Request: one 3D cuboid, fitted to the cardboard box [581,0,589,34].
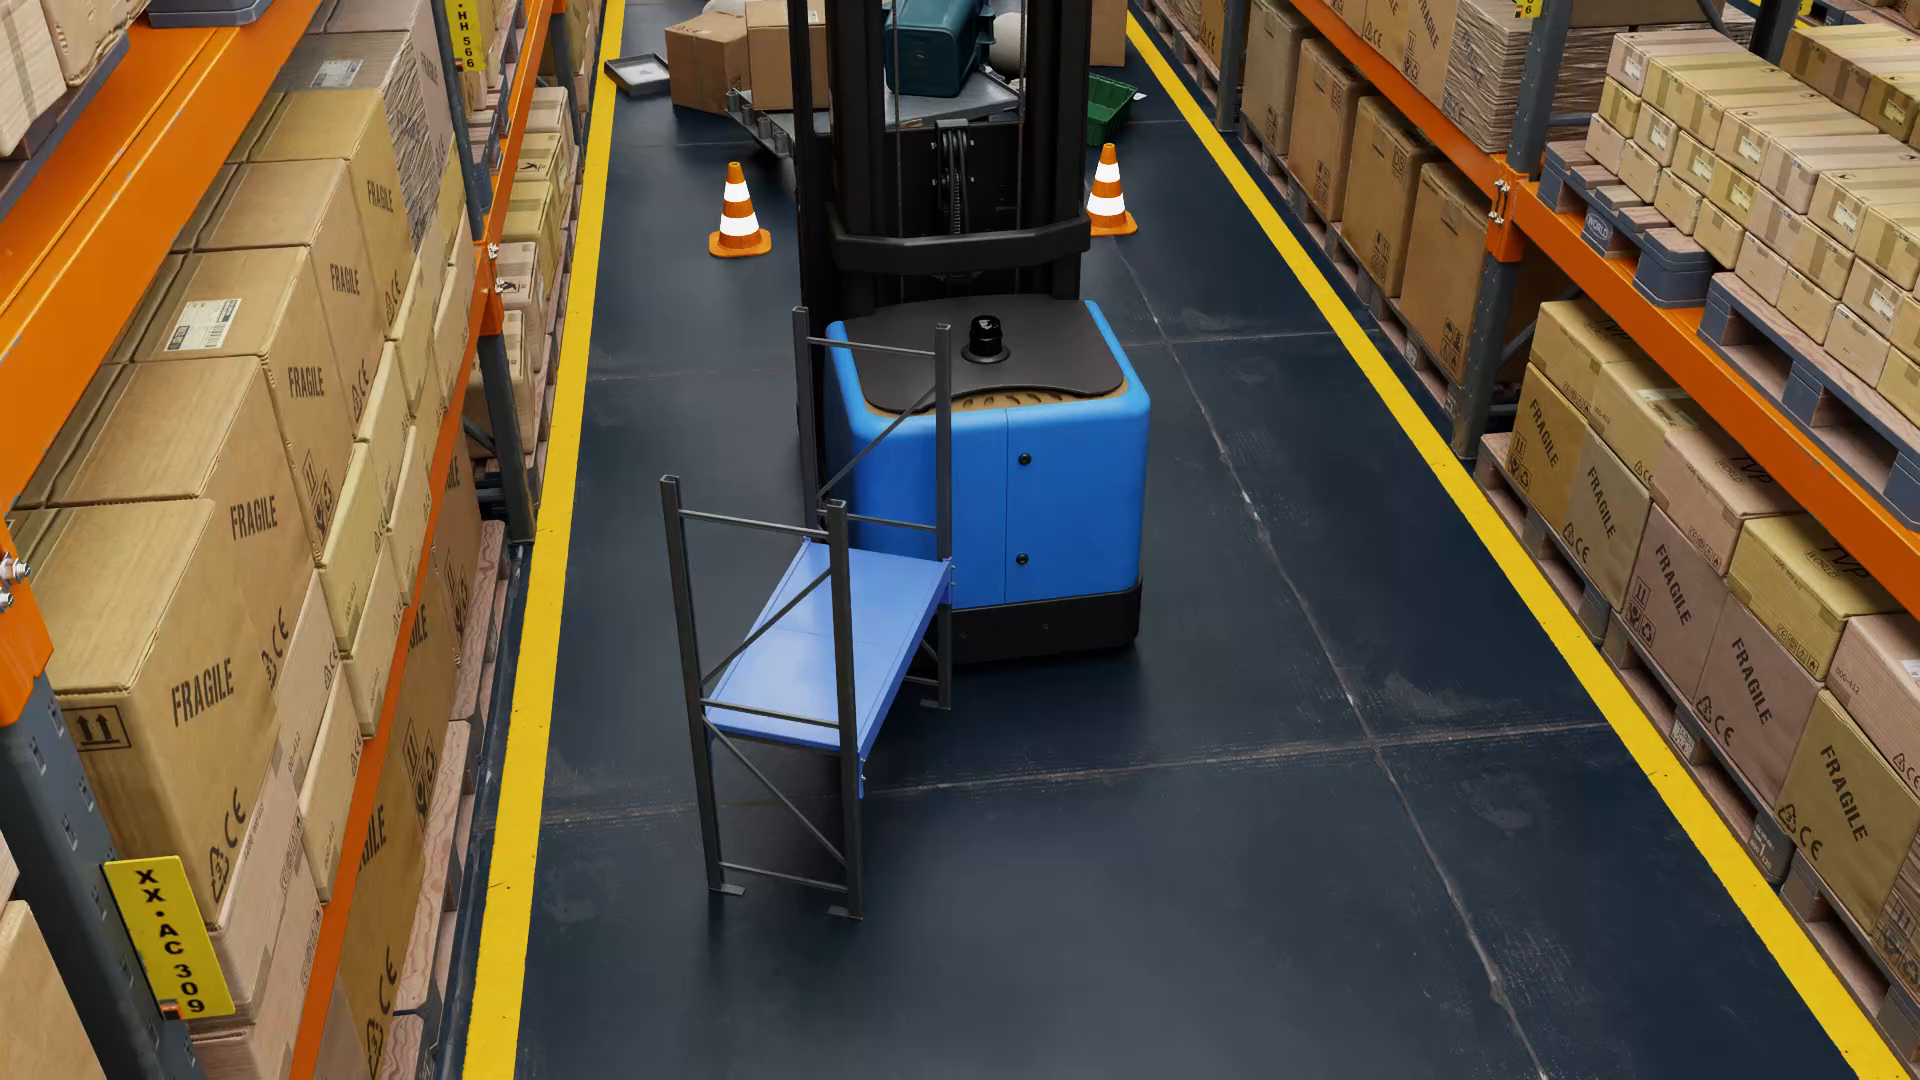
[{"bbox_3d":[-2.658,-3.447,10.547,0.500,0.500,0.500,-3,34,-4],"label":"cardboard box"}]

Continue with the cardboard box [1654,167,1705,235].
[{"bbox_3d":[2.600,-1.156,5.633,0.380,0.149,0.250,-3,34,-4],"label":"cardboard box"}]

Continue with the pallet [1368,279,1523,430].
[{"bbox_3d":[2.636,-0.945,7.949,1.003,0.211,1.213,-4,35,-6],"label":"pallet"}]

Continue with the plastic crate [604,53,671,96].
[{"bbox_3d":[-2.161,-3.184,11.351,0.402,0.080,0.583,-16,38,-23],"label":"plastic crate"}]

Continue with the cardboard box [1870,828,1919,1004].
[{"bbox_3d":[2.856,1.046,4.398,0.500,0.500,0.500,-5,35,-7],"label":"cardboard box"}]

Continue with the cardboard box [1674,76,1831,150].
[{"bbox_3d":[2.605,-1.408,5.474,0.380,0.149,0.250,-5,35,-7],"label":"cardboard box"}]

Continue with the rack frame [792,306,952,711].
[{"bbox_3d":[-0.272,-0.060,5.506,0.500,1.500,0.032,9,35,12],"label":"rack frame"}]

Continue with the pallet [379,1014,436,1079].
[{"bbox_3d":[-1.865,1.739,4.010,1.003,0.211,1.213,-4,35,-6],"label":"pallet"}]

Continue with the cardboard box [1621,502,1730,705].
[{"bbox_3d":[2.654,0.188,5.657,0.500,0.500,0.500,-5,35,-8],"label":"cardboard box"}]

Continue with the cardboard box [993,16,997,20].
[{"bbox_3d":[0.073,-3.574,11.758,0.396,0.266,0.258,1,34,2],"label":"cardboard box"}]

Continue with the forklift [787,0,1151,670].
[{"bbox_3d":[-0.114,-1.560,6.437,1.130,2.935,3.031,-6,35,-9],"label":"forklift"}]

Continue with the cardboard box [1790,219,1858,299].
[{"bbox_3d":[2.708,-0.841,4.906,0.380,0.149,0.250,-5,35,-7],"label":"cardboard box"}]

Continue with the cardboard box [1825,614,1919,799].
[{"bbox_3d":[2.799,0.446,4.613,0.500,0.250,0.500,-3,34,-4],"label":"cardboard box"}]

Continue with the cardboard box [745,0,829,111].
[{"bbox_3d":[-1.002,-2.884,9.865,0.500,0.500,0.500,-4,35,-6],"label":"cardboard box"}]

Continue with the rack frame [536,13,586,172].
[{"bbox_3d":[-2.762,-3.452,9.152,1.000,3.000,0.127,-4,35,-6],"label":"rack frame"}]

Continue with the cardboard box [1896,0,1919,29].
[{"bbox_3d":[6.959,-3.889,11.640,0.500,0.500,0.500,6,35,9],"label":"cardboard box"}]

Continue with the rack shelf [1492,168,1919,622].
[{"bbox_3d":[2.936,-0.238,5.075,1.077,0.370,4.000,-4,35,-6],"label":"rack shelf"}]

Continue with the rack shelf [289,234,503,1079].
[{"bbox_3d":[-1.955,0.193,4.442,1.077,0.370,4.000,-4,35,-6],"label":"rack shelf"}]

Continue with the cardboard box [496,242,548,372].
[{"bbox_3d":[-2.397,-1.035,7.566,0.950,0.372,0.625,-5,35,-7],"label":"cardboard box"}]

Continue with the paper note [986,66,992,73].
[{"bbox_3d":[0.133,-3.273,11.532,0.172,0.023,0.155,7,35,10],"label":"paper note"}]

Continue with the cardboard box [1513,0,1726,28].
[{"bbox_3d":[2.617,-2.357,6.569,0.700,0.500,0.500,-5,35,-7],"label":"cardboard box"}]

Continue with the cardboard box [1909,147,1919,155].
[{"bbox_3d":[3.294,-1.168,5.386,0.380,0.149,0.250,-4,35,-6],"label":"cardboard box"}]

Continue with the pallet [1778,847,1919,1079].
[{"bbox_3d":[3.099,1.299,4.657,1.003,0.211,1.213,-4,35,-6],"label":"pallet"}]

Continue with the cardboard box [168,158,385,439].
[{"bbox_3d":[-1.697,-0.560,3.931,0.500,0.500,0.500,-5,35,-7],"label":"cardboard box"}]

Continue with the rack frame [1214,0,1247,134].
[{"bbox_3d":[2.129,-3.884,9.785,1.000,3.000,0.127,-4,35,-6],"label":"rack frame"}]

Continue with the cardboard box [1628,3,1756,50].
[{"bbox_3d":[2.874,-1.964,6.879,0.500,0.500,0.500,-4,34,-6],"label":"cardboard box"}]

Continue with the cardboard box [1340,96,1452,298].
[{"bbox_3d":[2.554,-1.730,8.249,1.050,0.750,0.750,-4,34,-6],"label":"cardboard box"}]

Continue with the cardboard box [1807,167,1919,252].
[{"bbox_3d":[2.716,-0.961,4.819,0.380,0.149,0.250,-3,34,-5],"label":"cardboard box"}]

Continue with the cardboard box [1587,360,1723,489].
[{"bbox_3d":[2.588,-0.416,5.878,0.500,0.250,0.500,-5,35,-7],"label":"cardboard box"}]

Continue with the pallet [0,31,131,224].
[{"bbox_3d":[-1.858,-0.656,2.556,0.805,0.209,1.217,-6,35,-8],"label":"pallet"}]

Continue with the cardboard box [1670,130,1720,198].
[{"bbox_3d":[2.611,-1.259,5.520,0.380,0.149,0.250,-5,35,-8],"label":"cardboard box"}]

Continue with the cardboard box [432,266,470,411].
[{"bbox_3d":[-1.815,-0.612,5.117,0.500,0.250,0.500,-4,34,-6],"label":"cardboard box"}]

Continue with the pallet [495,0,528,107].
[{"bbox_3d":[-2.531,-2.243,7.547,1.003,0.211,1.213,-4,35,-6],"label":"pallet"}]

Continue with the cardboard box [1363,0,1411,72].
[{"bbox_3d":[2.208,-2.481,7.639,0.500,0.500,0.500,-5,35,-7],"label":"cardboard box"}]

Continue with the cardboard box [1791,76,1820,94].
[{"bbox_3d":[3.185,-1.603,6.025,0.380,0.149,0.250,-4,34,-5],"label":"cardboard box"}]

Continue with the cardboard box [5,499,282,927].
[{"bbox_3d":[-1.460,0.290,2.684,0.500,0.500,0.500,-4,34,-6],"label":"cardboard box"}]

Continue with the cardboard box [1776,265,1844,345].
[{"bbox_3d":[2.708,-0.717,4.988,0.380,0.149,0.250,-4,34,-6],"label":"cardboard box"}]

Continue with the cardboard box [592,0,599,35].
[{"bbox_3d":[-2.787,-3.710,11.599,0.500,0.250,0.500,-6,35,-8],"label":"cardboard box"}]

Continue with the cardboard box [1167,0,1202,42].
[{"bbox_3d":[1.989,-4.038,11.526,0.875,0.875,0.875,-4,34,-6],"label":"cardboard box"}]

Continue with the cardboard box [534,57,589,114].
[{"bbox_3d":[-2.574,-2.839,10.322,0.500,0.250,0.500,-6,35,-9],"label":"cardboard box"}]

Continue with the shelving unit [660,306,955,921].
[{"bbox_3d":[-0.403,0.217,5.100,0.538,1.500,1.048,9,35,12],"label":"shelving unit"}]

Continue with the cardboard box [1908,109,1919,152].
[{"bbox_3d":[3.294,-1.293,5.306,0.380,0.149,0.250,-3,34,-5],"label":"cardboard box"}]

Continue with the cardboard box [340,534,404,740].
[{"bbox_3d":[-1.608,0.233,3.878,0.500,0.250,0.500,-5,35,-7],"label":"cardboard box"}]

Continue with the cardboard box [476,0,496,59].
[{"bbox_3d":[-2.132,-2.117,6.467,0.500,0.500,0.500,-3,34,-4],"label":"cardboard box"}]

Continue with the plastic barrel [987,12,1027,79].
[{"bbox_3d":[0.457,-3.336,11.269,0.512,0.421,0.421,20,39,26],"label":"plastic barrel"}]

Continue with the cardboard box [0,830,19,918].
[{"bbox_3d":[-1.329,0.437,1.892,0.380,0.149,0.250,-5,35,-7],"label":"cardboard box"}]

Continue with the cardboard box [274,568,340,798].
[{"bbox_3d":[-1.564,0.312,3.318,0.500,0.250,0.500,-4,34,-6],"label":"cardboard box"}]

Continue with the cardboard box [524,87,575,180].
[{"bbox_3d":[-2.689,-2.248,9.345,0.950,0.372,0.625,-4,34,-6],"label":"cardboard box"}]

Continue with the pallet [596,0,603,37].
[{"bbox_3d":[-3.216,-4.034,12.482,1.003,0.211,1.213,-4,35,-6],"label":"pallet"}]

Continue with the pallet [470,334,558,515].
[{"bbox_3d":[-2.328,-0.504,7.302,1.003,0.211,1.213,-4,35,-6],"label":"pallet"}]

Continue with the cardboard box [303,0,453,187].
[{"bbox_3d":[-1.895,-1.406,5.173,0.500,0.500,0.500,-5,35,-8],"label":"cardboard box"}]

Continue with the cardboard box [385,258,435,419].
[{"bbox_3d":[-1.746,-0.544,4.574,0.500,0.250,0.500,-5,35,-8],"label":"cardboard box"}]

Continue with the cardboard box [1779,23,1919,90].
[{"bbox_3d":[3.188,-1.728,5.944,0.380,0.149,0.250,-6,35,-8],"label":"cardboard box"}]

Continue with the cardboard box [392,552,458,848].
[{"bbox_3d":[-2.098,0.374,5.051,0.875,0.875,0.875,-4,34,-6],"label":"cardboard box"}]

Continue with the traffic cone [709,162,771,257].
[{"bbox_3d":[-1.208,-1.818,9.007,0.336,0.463,0.334,-4,35,-6],"label":"traffic cone"}]

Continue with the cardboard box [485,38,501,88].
[{"bbox_3d":[-2.096,-1.957,6.808,0.380,0.149,0.250,-4,34,-6],"label":"cardboard box"}]

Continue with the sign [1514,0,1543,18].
[{"bbox_3d":[2.118,-2.086,6.119,0.100,0.325,0.005,-4,35,-6],"label":"sign"}]

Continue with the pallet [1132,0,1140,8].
[{"bbox_3d":[1.776,-4.523,13.200,1.003,0.211,1.213,-4,35,-6],"label":"pallet"}]
